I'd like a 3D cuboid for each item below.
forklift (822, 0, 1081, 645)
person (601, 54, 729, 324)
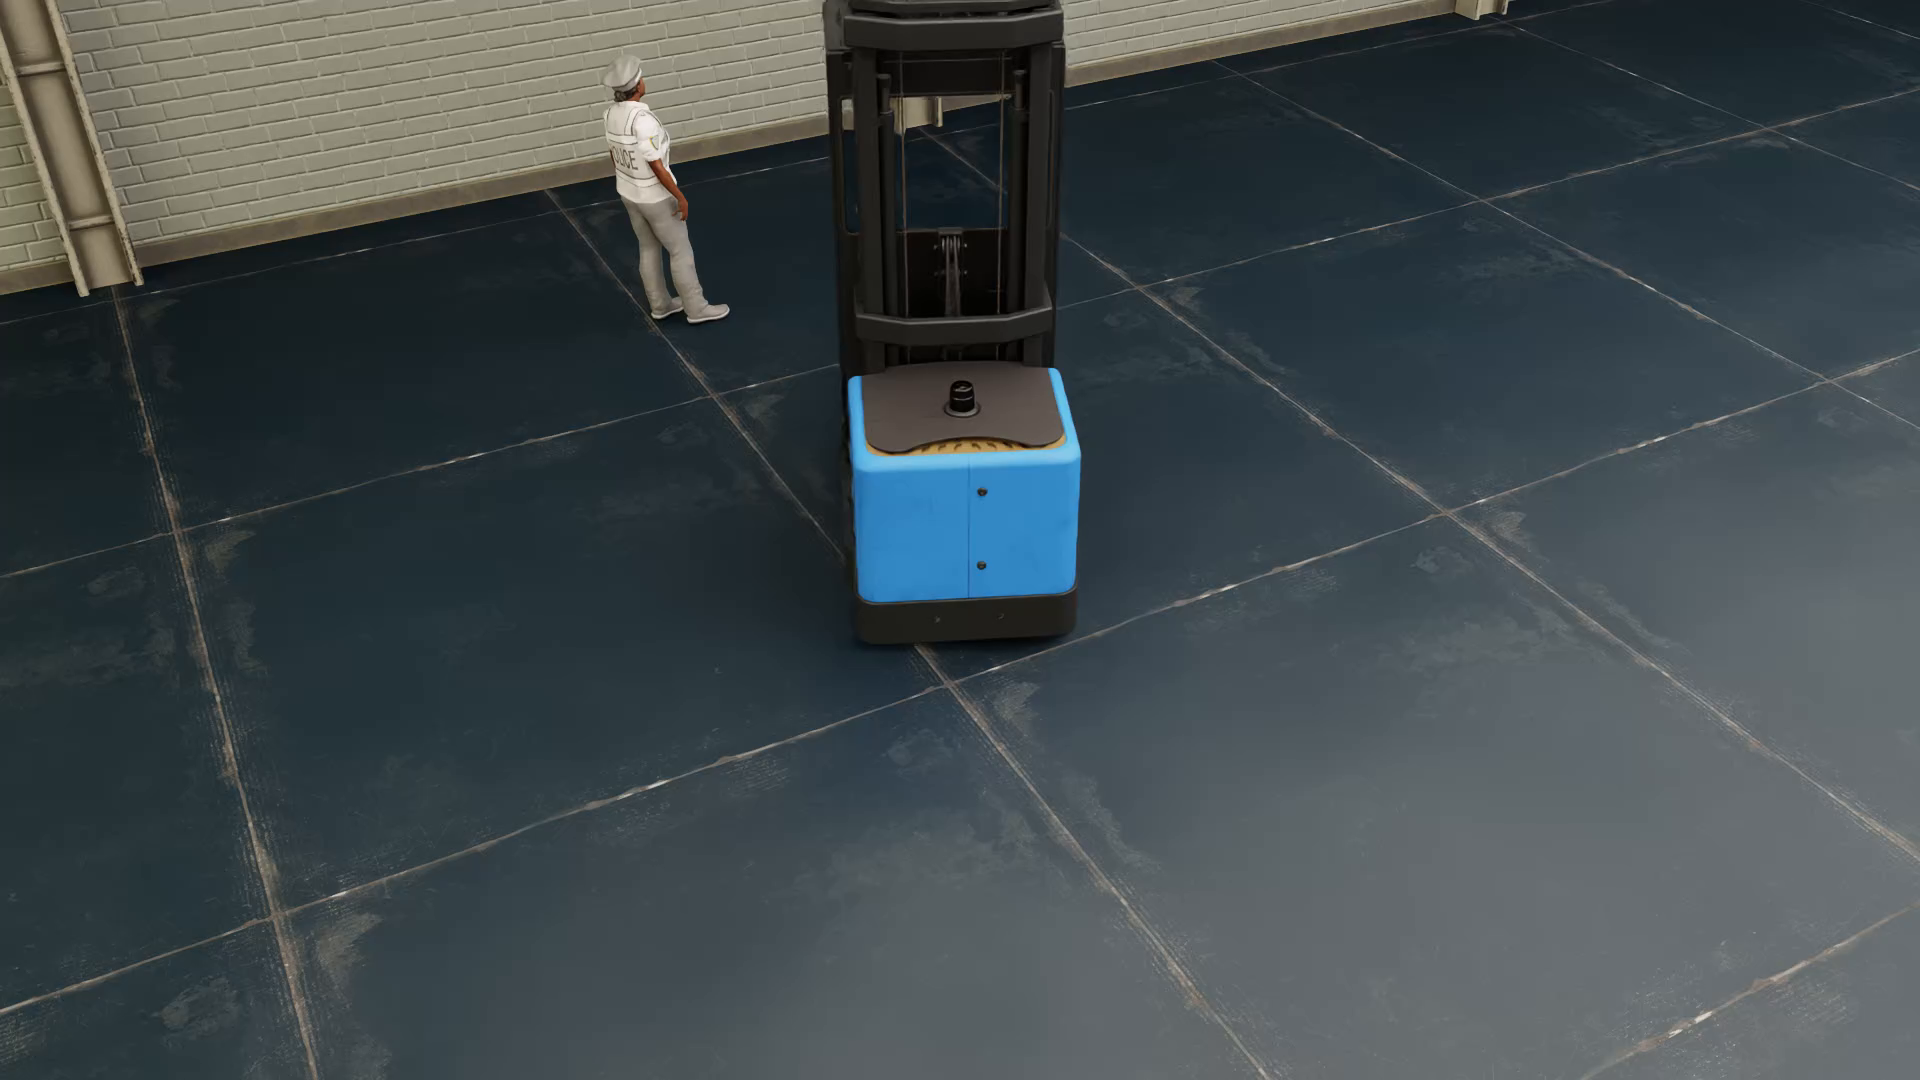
[{"bbox_3d":[-0.087,-1.536,8.296,1.130,2.935,3.031,-3,35,-4],"label":"forklift"},{"bbox_3d":[-1.844,-2.146,10.221,0.567,1.692,0.531,28,44,34],"label":"person"}]
